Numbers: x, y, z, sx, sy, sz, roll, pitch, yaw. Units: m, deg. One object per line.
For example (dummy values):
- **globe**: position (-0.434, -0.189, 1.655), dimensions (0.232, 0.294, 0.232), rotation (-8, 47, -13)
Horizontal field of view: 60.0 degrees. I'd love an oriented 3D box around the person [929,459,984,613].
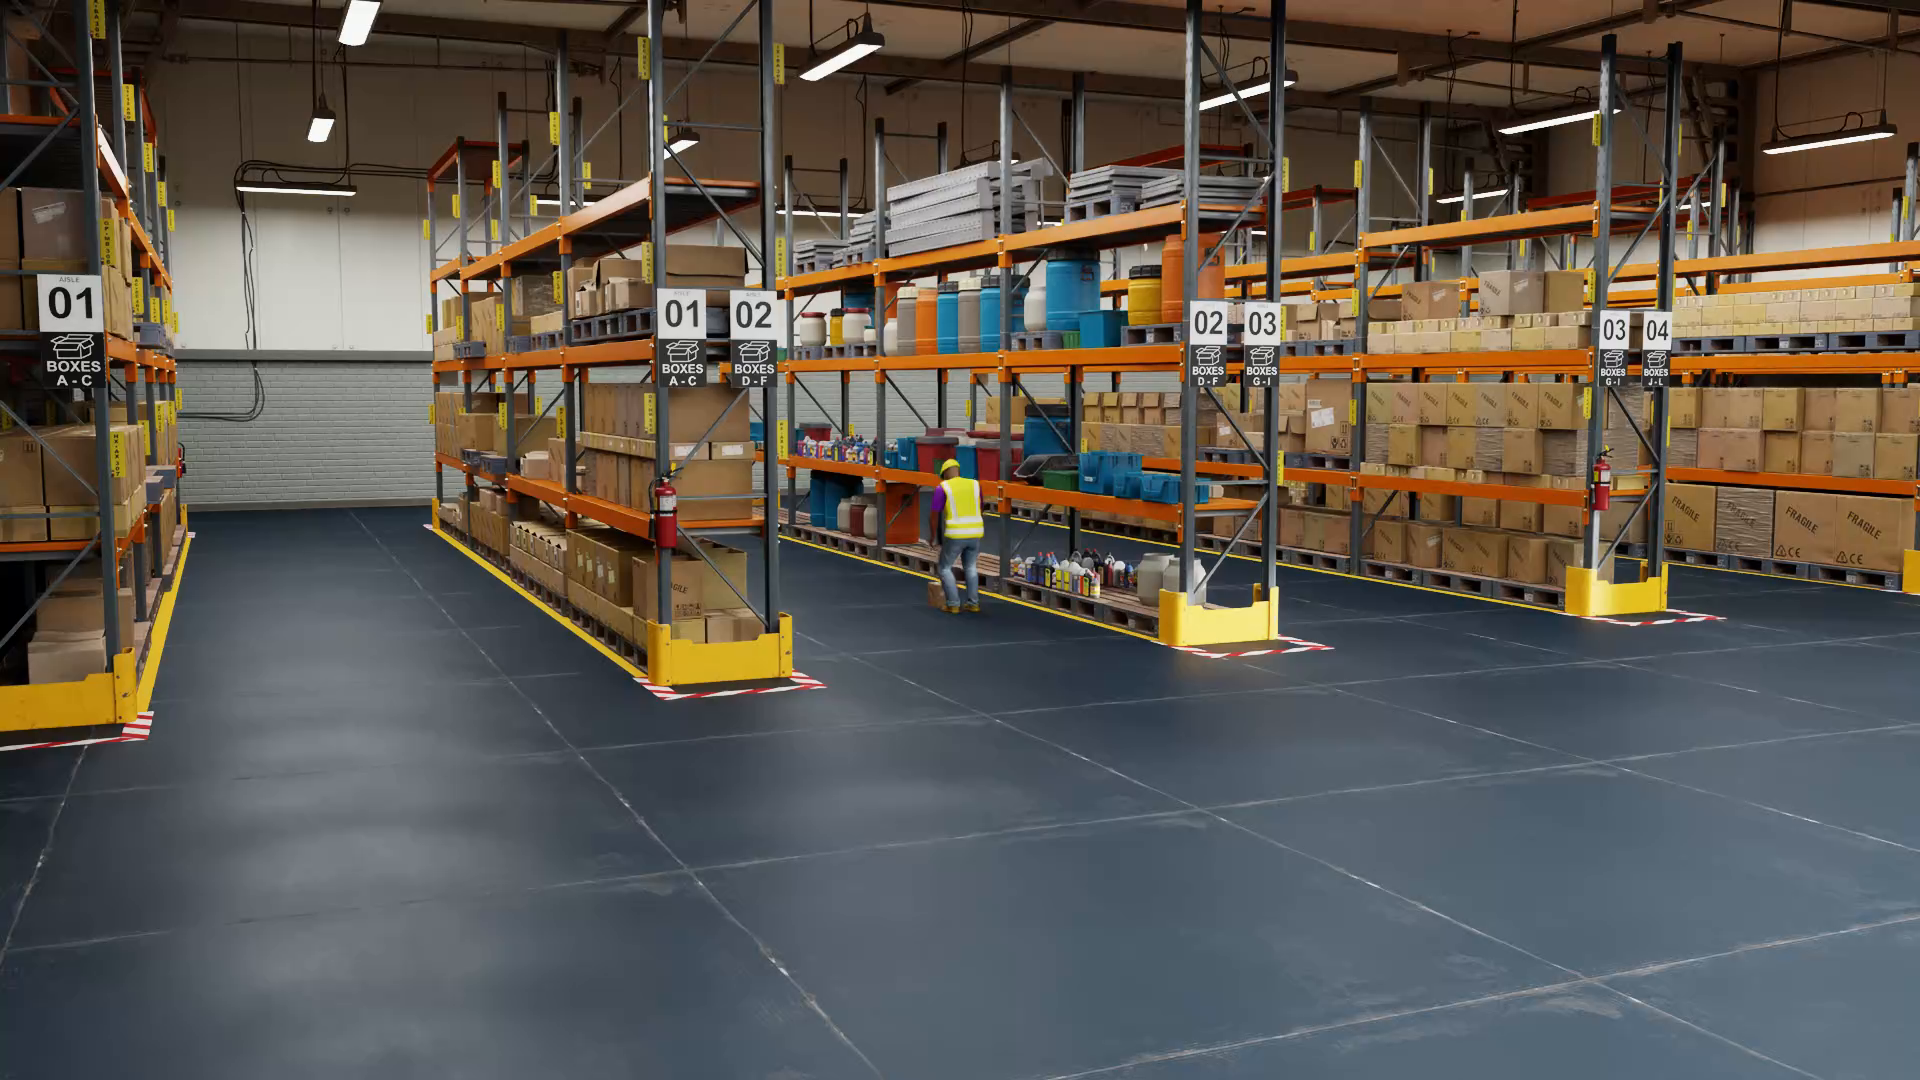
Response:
- **person**: position (-0.034, -0.045, 17.849), dimensions (0.613, 1.633, 0.577), rotation (-2, 6, -22)
